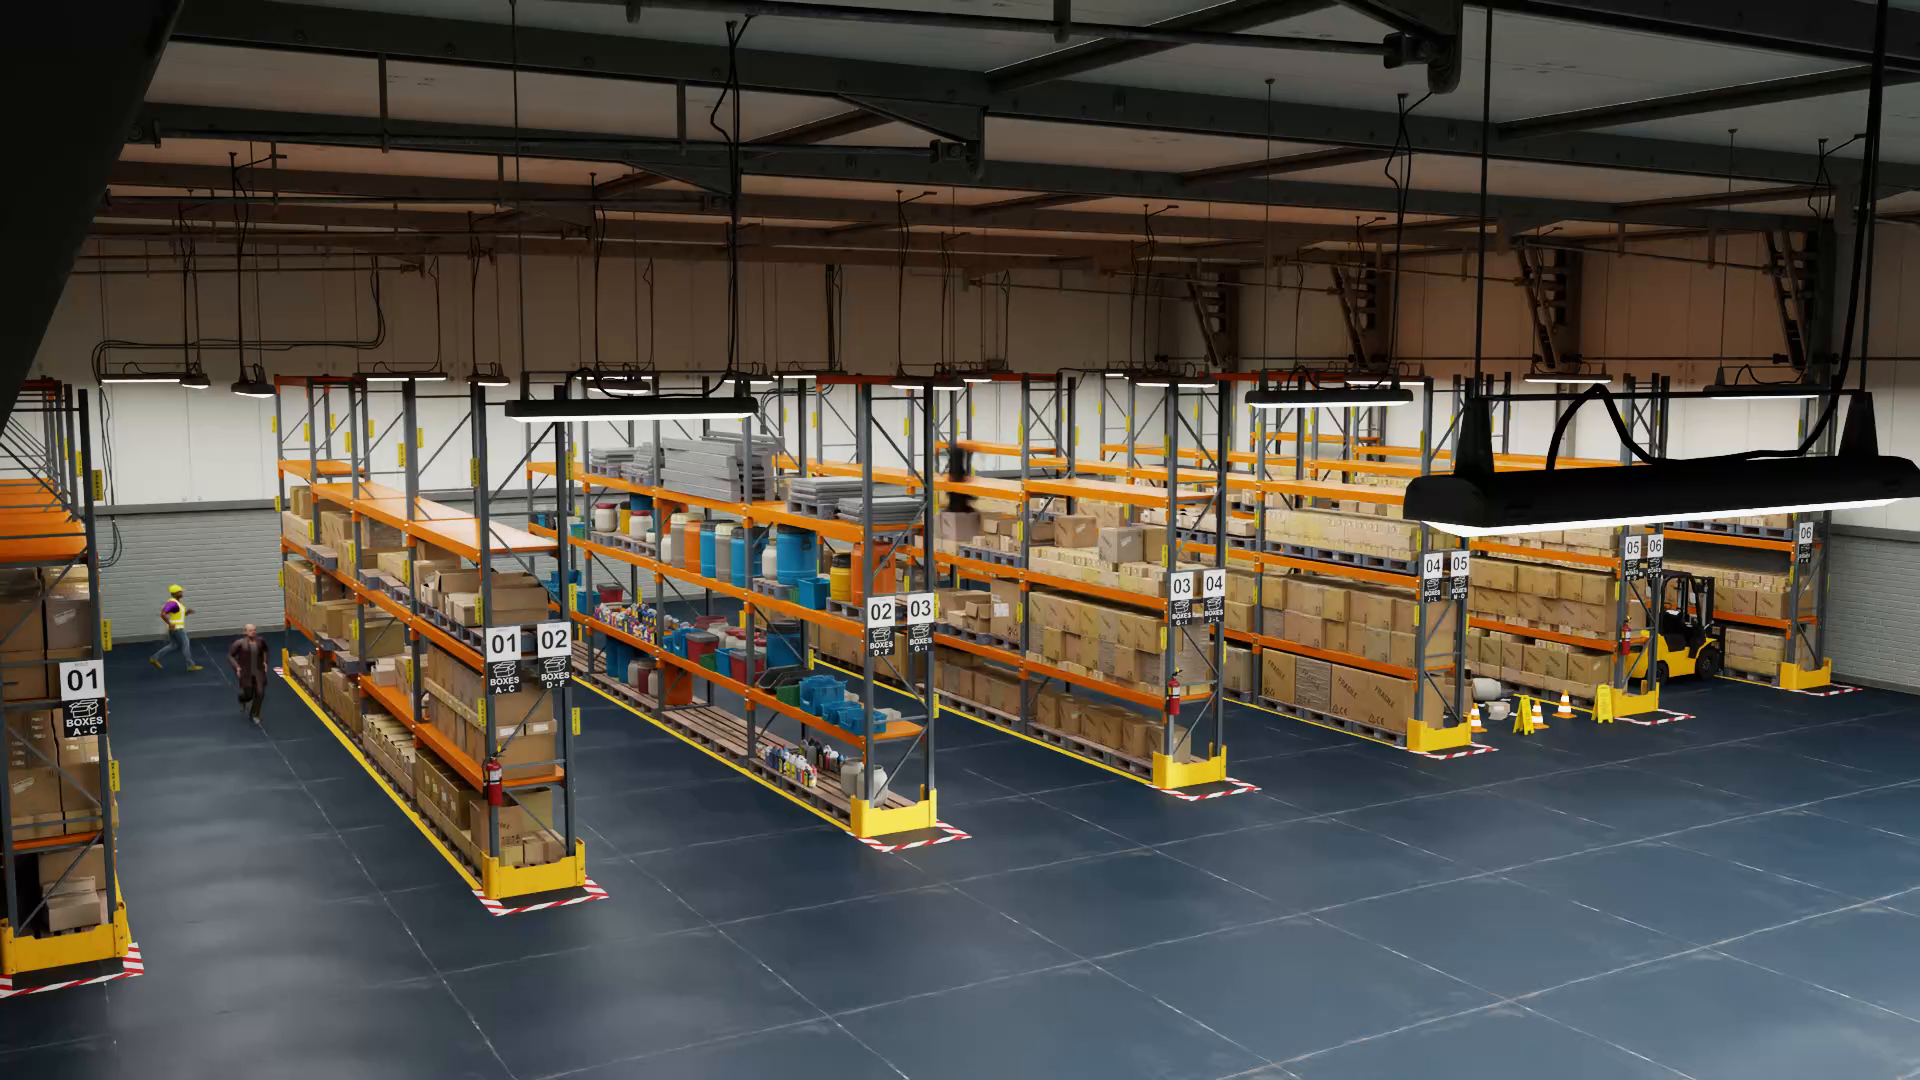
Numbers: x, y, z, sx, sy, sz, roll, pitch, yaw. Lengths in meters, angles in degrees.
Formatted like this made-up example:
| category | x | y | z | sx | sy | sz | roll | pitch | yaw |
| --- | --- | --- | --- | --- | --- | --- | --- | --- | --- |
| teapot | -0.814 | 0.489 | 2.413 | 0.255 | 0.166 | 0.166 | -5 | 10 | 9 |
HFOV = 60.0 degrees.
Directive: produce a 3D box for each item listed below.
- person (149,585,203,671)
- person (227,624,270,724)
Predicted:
| category | x | y | z | sx | sy | sz | roll | pitch | yaw |
| --- | --- | --- | --- | --- | --- | --- | --- | --- | --- |
| person | -15.779 | 1.773 | 33.411 | 0.976 | 1.749 | 0.692 | -3 | 7 | -28 |
| person | -12.405 | 2.314 | 29.054 | 0.728 | 1.732 | 0.721 | -6 | 8 | -42 |
